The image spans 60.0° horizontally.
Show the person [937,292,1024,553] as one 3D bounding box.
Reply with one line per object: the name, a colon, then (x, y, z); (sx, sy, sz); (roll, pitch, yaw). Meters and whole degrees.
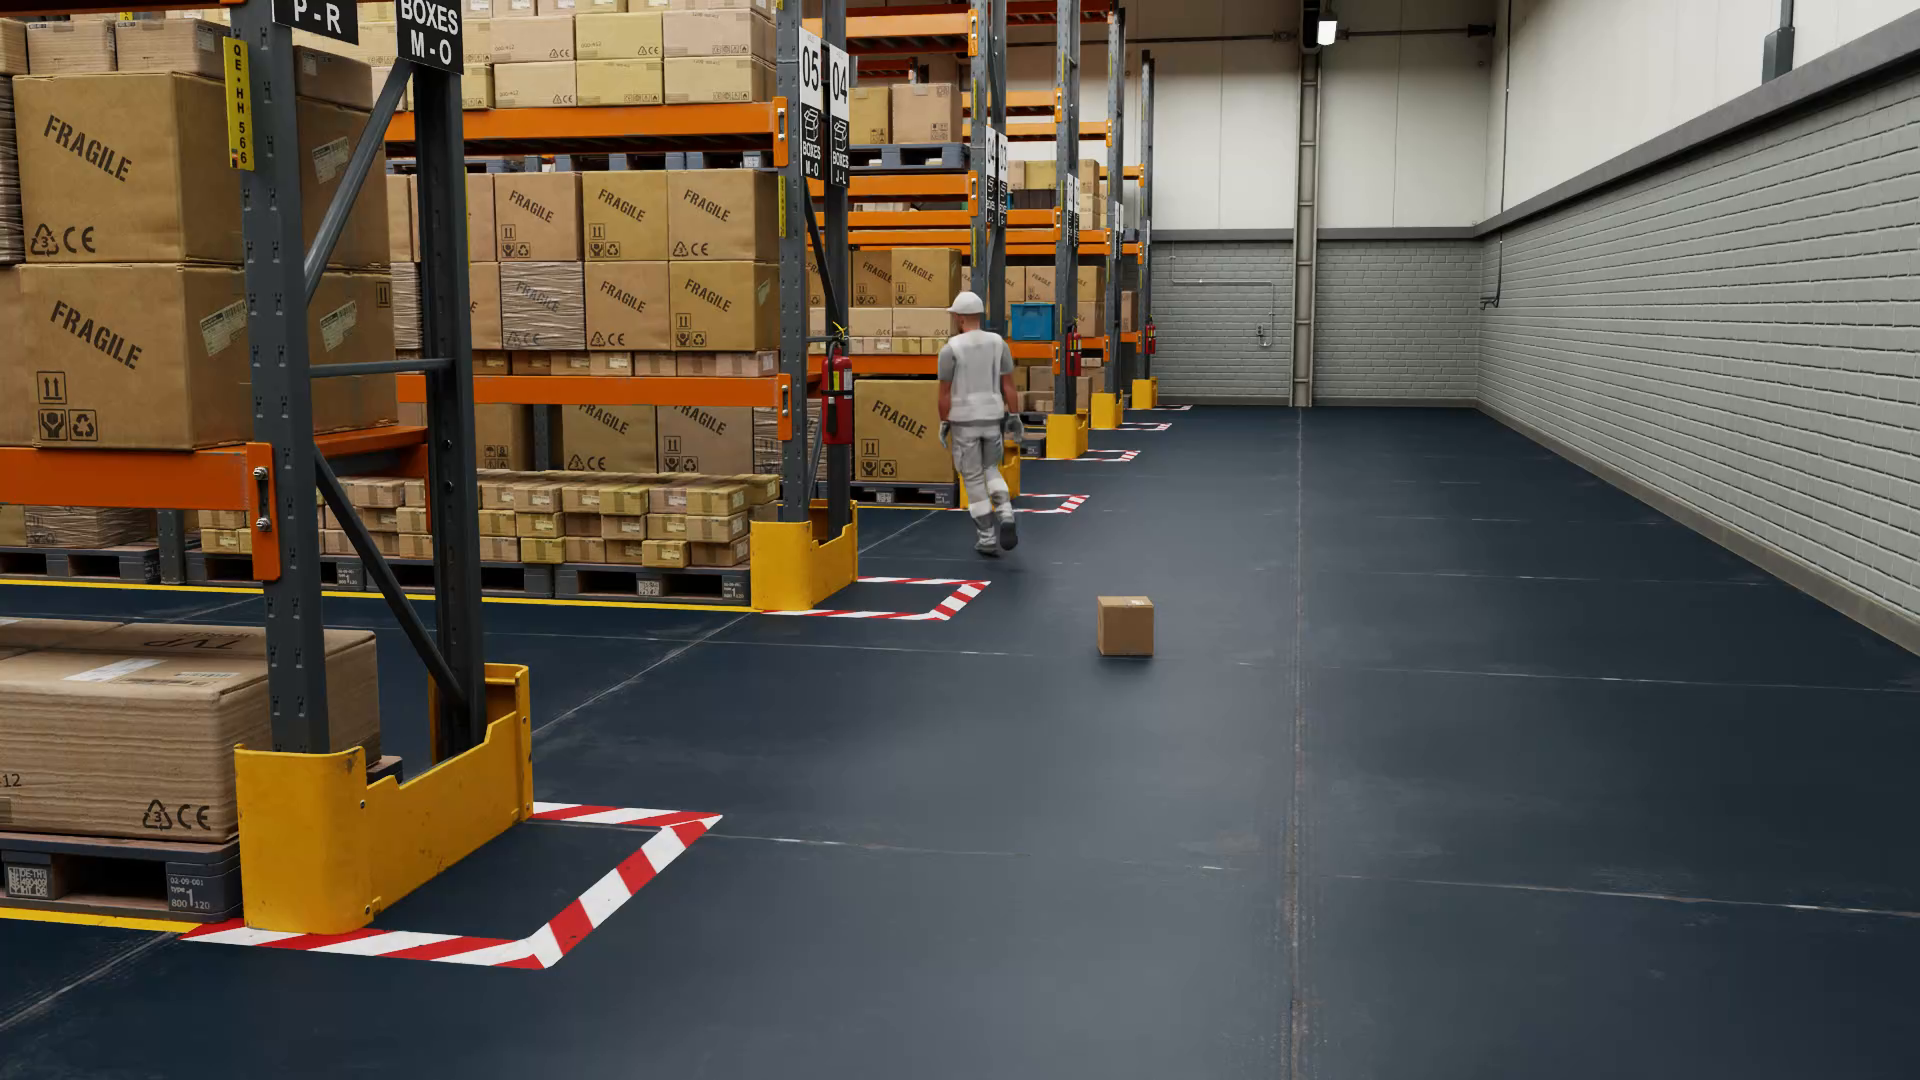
person: (0.108, -0.801, 11.365); (0.625, 1.773, 0.451); (-3, 8, -21)
